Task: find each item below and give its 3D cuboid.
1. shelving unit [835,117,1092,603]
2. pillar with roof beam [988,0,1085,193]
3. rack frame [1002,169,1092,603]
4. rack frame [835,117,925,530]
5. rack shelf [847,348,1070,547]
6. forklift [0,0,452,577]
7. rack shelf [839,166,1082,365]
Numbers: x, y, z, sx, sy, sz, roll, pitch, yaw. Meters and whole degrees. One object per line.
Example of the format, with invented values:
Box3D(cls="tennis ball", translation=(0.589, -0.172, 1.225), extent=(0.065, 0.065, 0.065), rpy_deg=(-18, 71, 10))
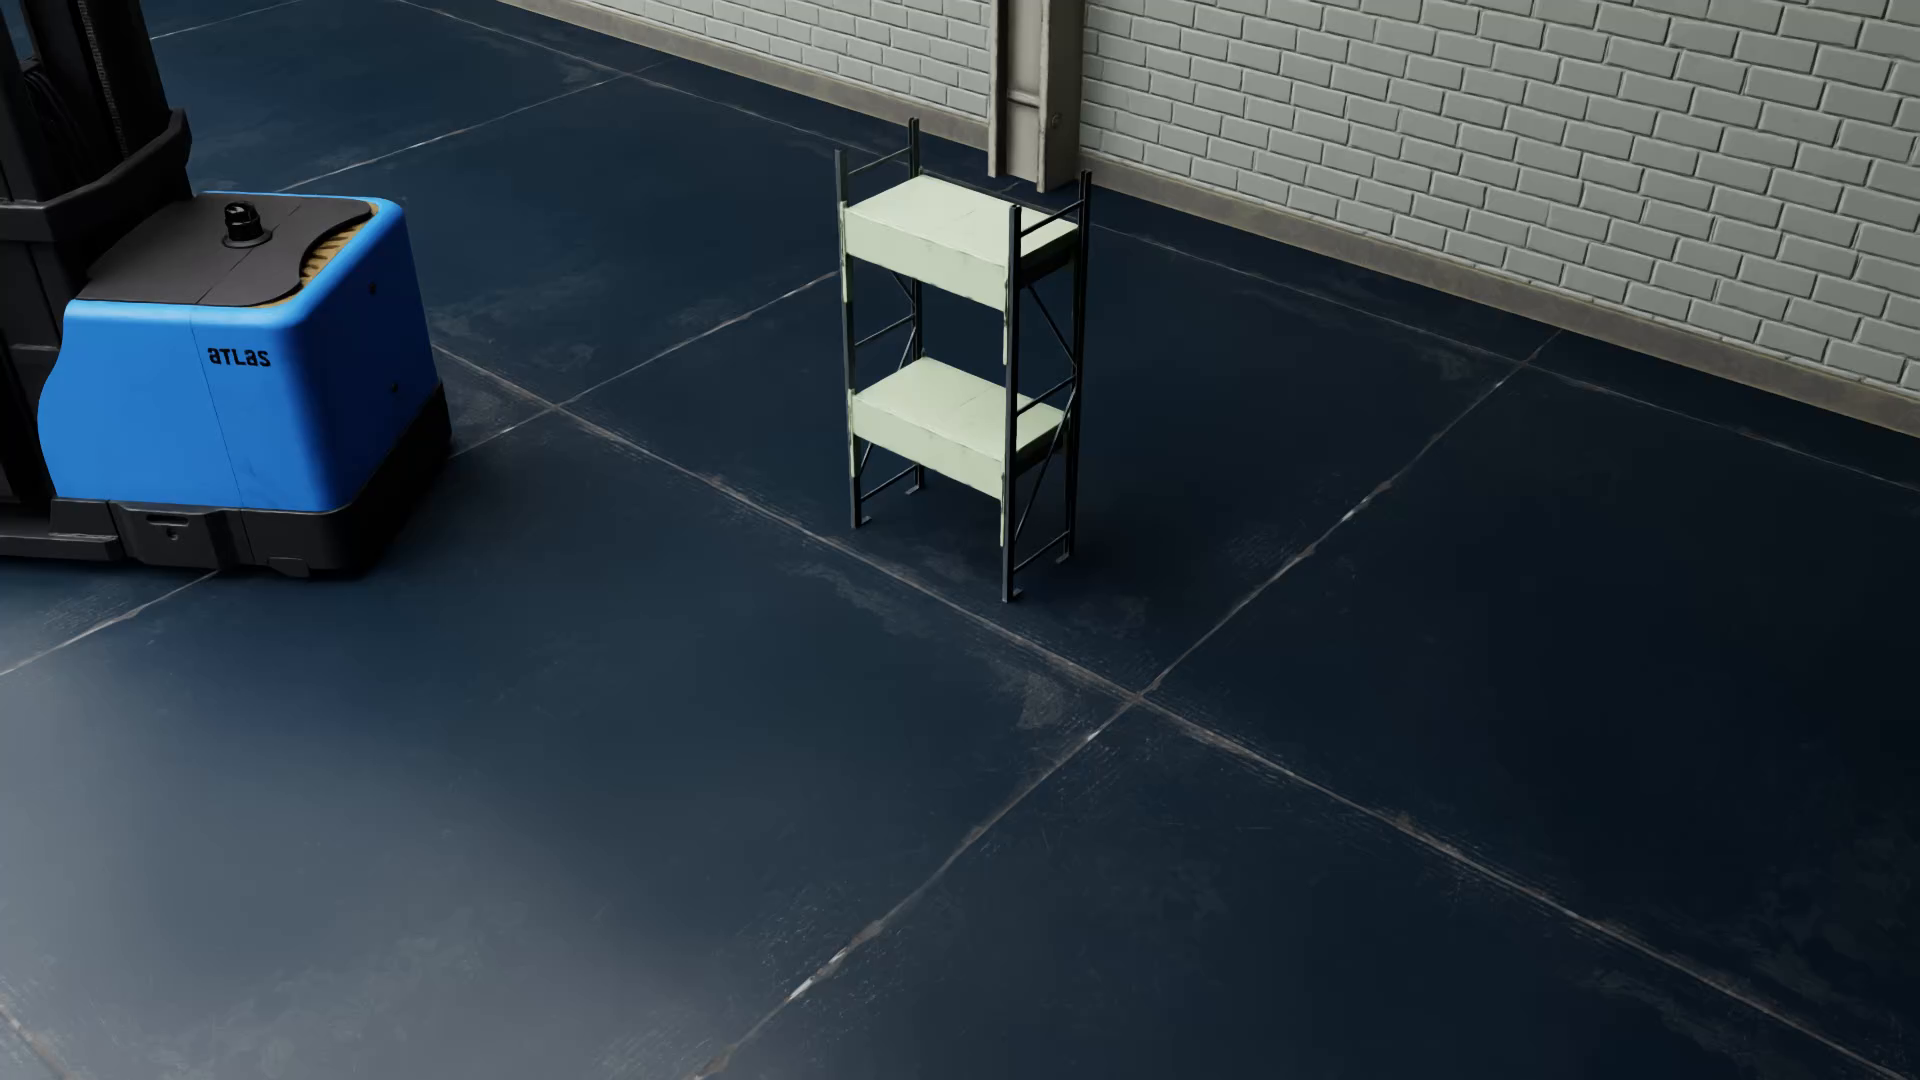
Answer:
Box3D(cls="shelving unit", translation=(0.005, -0.616, 5.822), extent=(0.755, 1.500, 0.431), rpy_deg=(25, 42, 32))
Box3D(cls="pillar with roof beam", translation=(-2.353, -3.847, 3.902), extent=(0.400, 9.000, 9.100), rpy_deg=(25, 42, 32))
Box3D(cls="rack frame", translation=(0.286, -0.483, 5.629), extent=(0.023, 1.500, 0.400), rpy_deg=(25, 42, 32))
Box3D(cls="rack frame", translation=(-0.276, -0.748, 6.015), extent=(0.023, 1.500, 0.400), rpy_deg=(25, 42, 32))
Box3D(cls="rack shelf", translation=(0.005, -0.347, 6.006), extent=(0.720, 0.370, 0.431), rpy_deg=(25, 42, 32))
Box3D(cls="forklift", translation=(-3.611, -1.419, 5.727), extent=(3.031, 2.935, 1.130), rpy_deg=(3, 35, 5))
Box3D(cls="rack shelf", translation=(0.005, -0.938, 5.601), extent=(0.720, 0.370, 0.431), rpy_deg=(25, 42, 32))
